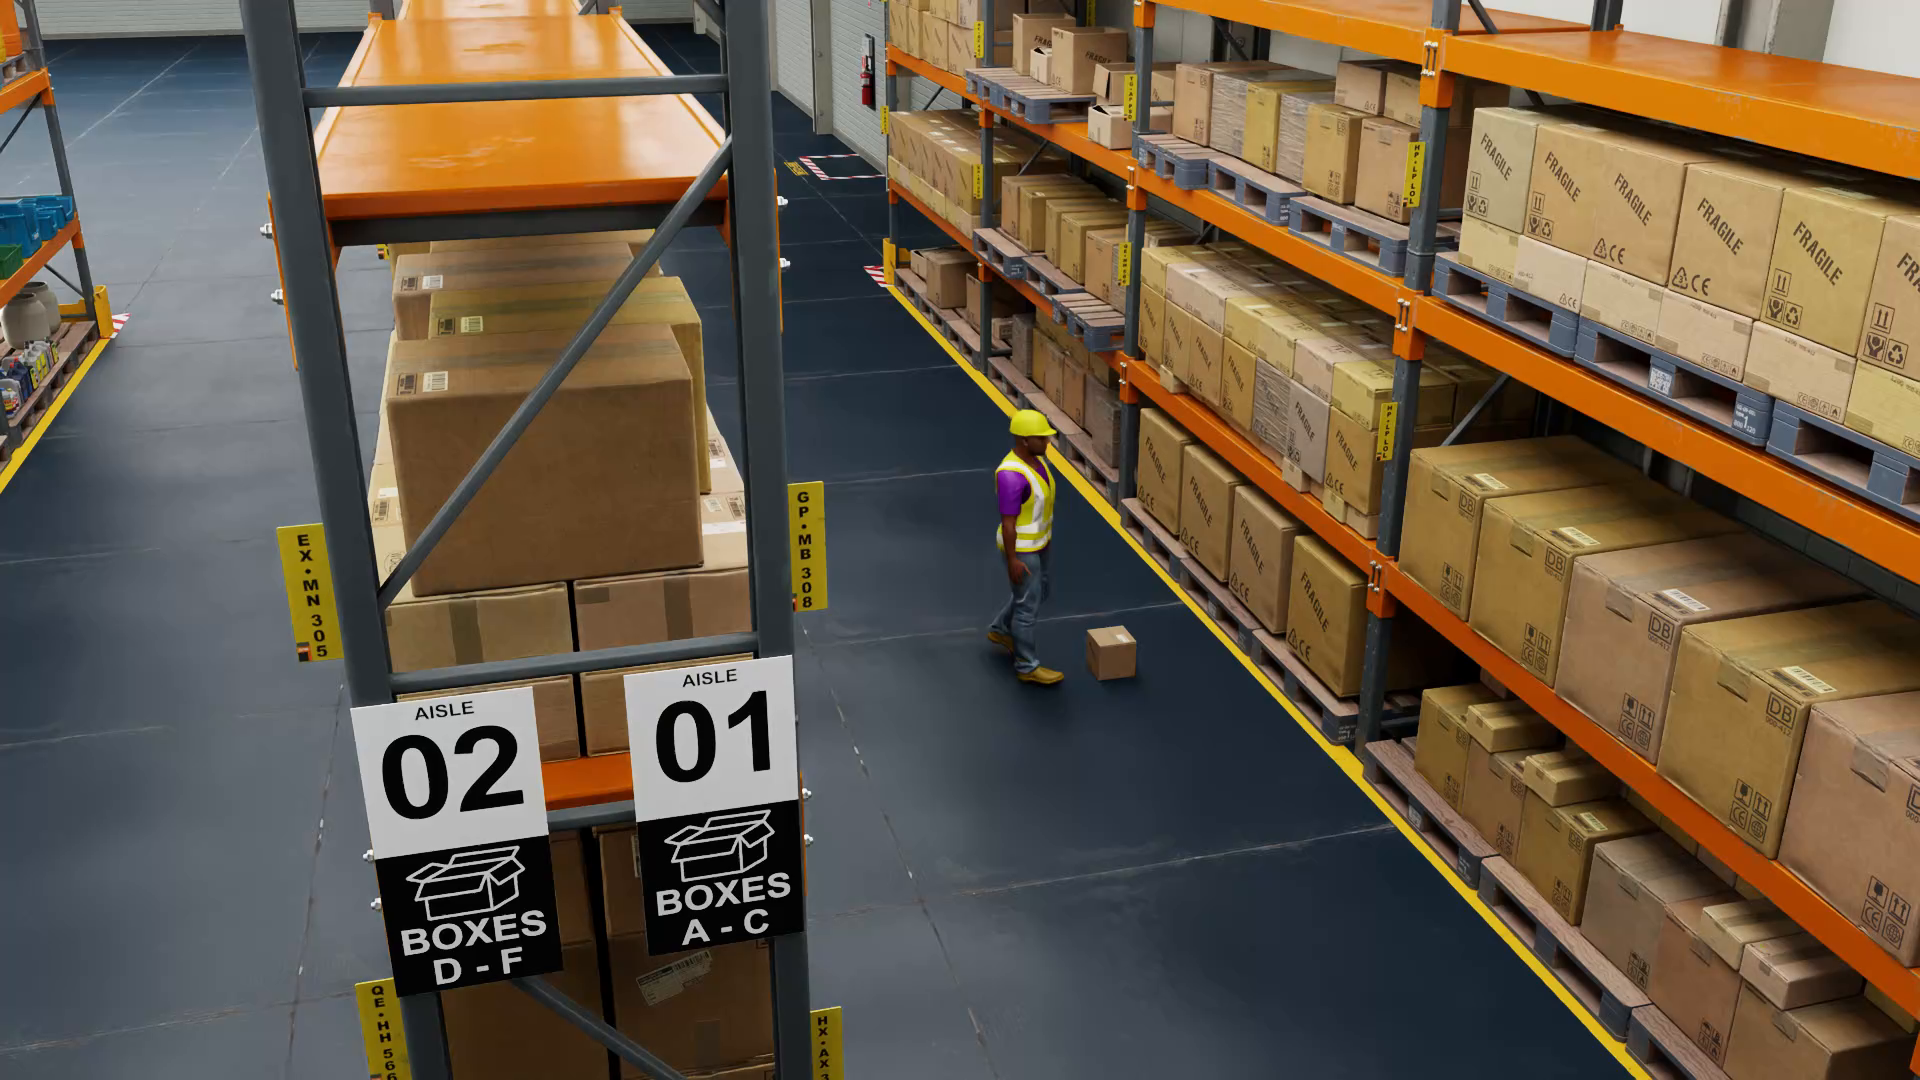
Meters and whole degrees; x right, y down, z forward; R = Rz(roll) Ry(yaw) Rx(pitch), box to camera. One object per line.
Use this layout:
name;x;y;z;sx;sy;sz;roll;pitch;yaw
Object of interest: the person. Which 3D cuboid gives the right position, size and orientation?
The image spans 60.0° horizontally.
person;0.411;0.032;10.465;0.603;1.771;0.579;7;24;17
